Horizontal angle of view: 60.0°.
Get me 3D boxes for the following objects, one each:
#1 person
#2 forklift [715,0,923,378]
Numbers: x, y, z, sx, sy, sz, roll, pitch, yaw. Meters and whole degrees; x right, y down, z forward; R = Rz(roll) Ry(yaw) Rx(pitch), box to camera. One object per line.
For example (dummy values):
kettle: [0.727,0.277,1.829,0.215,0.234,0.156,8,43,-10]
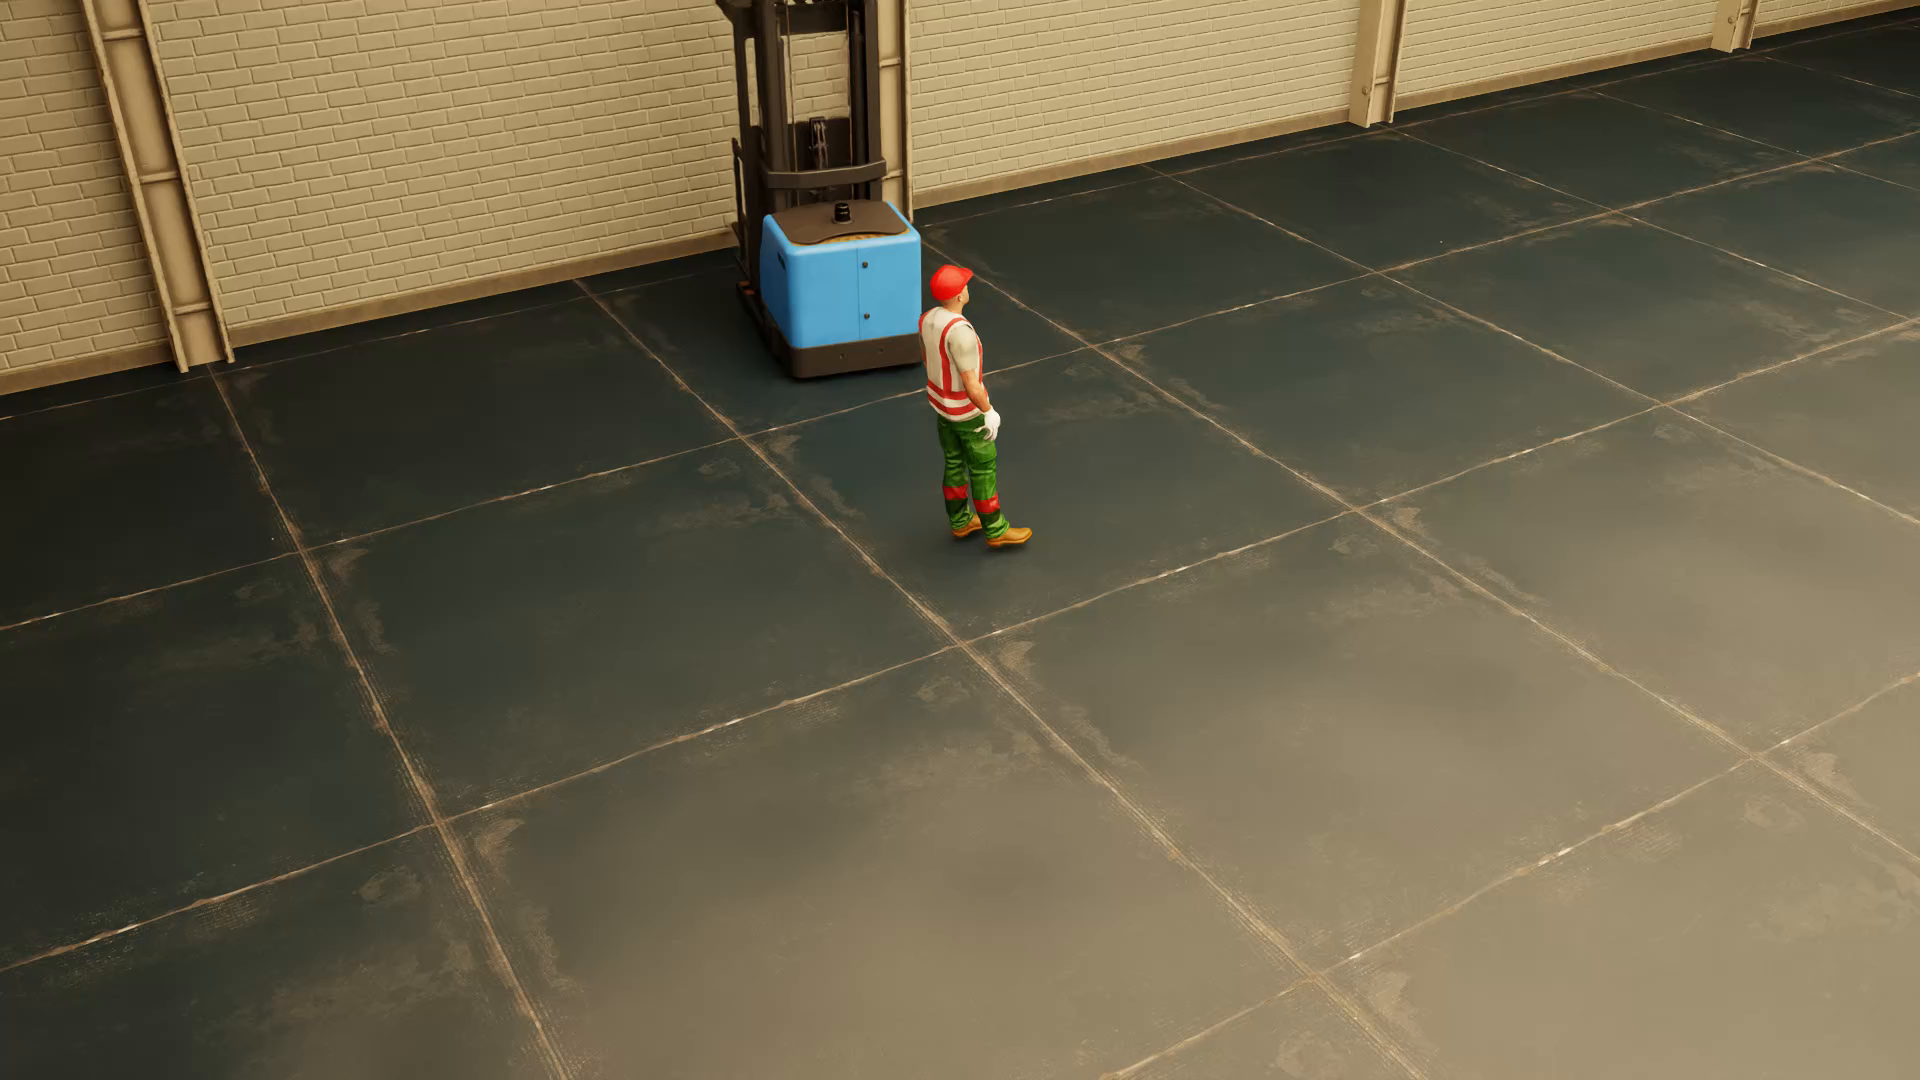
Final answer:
person: [0.075,-0.824,10.044,0.561,1.789,0.638,-17,35,-26]
forklift: [-1.225,-3.208,13.004,1.130,2.935,3.031,-10,32,-16]
